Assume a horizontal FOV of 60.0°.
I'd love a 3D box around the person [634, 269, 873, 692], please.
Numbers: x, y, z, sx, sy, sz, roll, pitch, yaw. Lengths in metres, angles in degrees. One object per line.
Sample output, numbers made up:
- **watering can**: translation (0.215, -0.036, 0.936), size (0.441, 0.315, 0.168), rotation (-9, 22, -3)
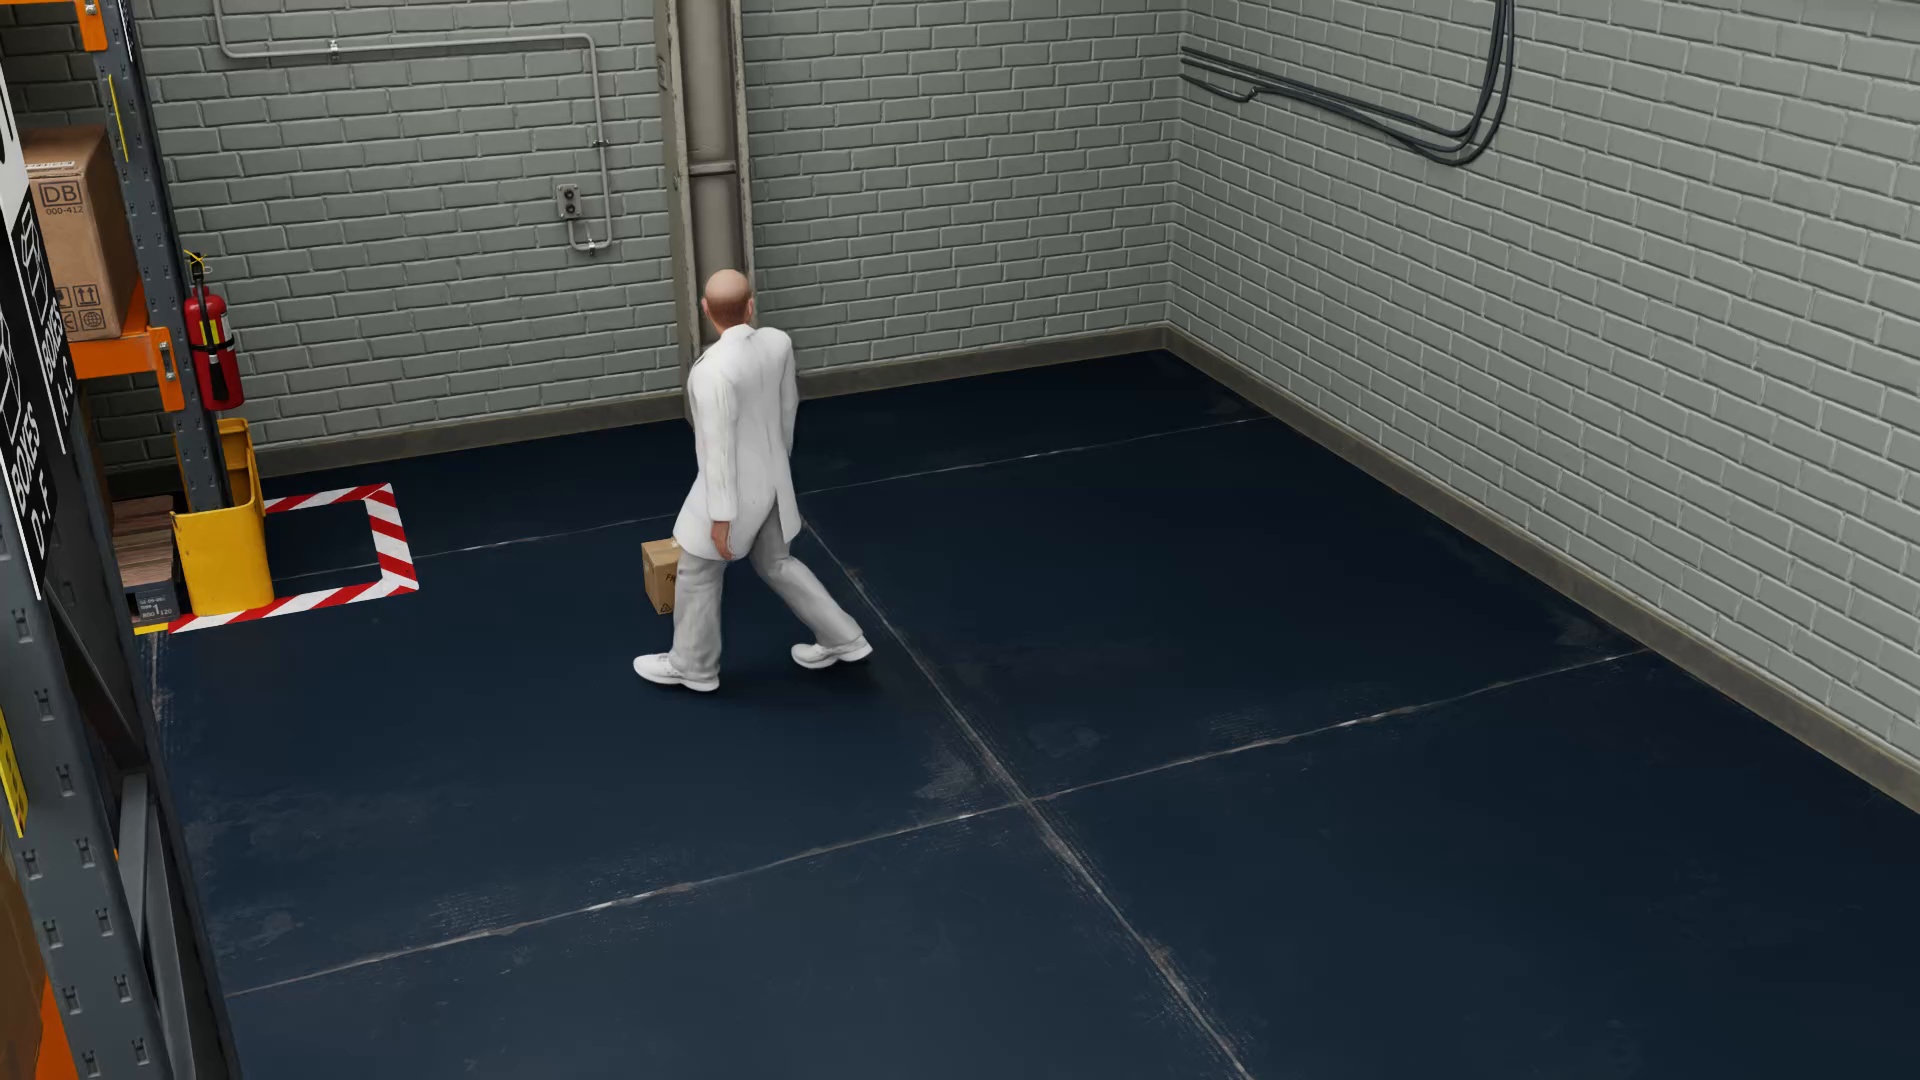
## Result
- **person**: translation (-0.851, -0.206, 6.543), size (0.923, 1.753, 0.628), rotation (13, 28, 25)
